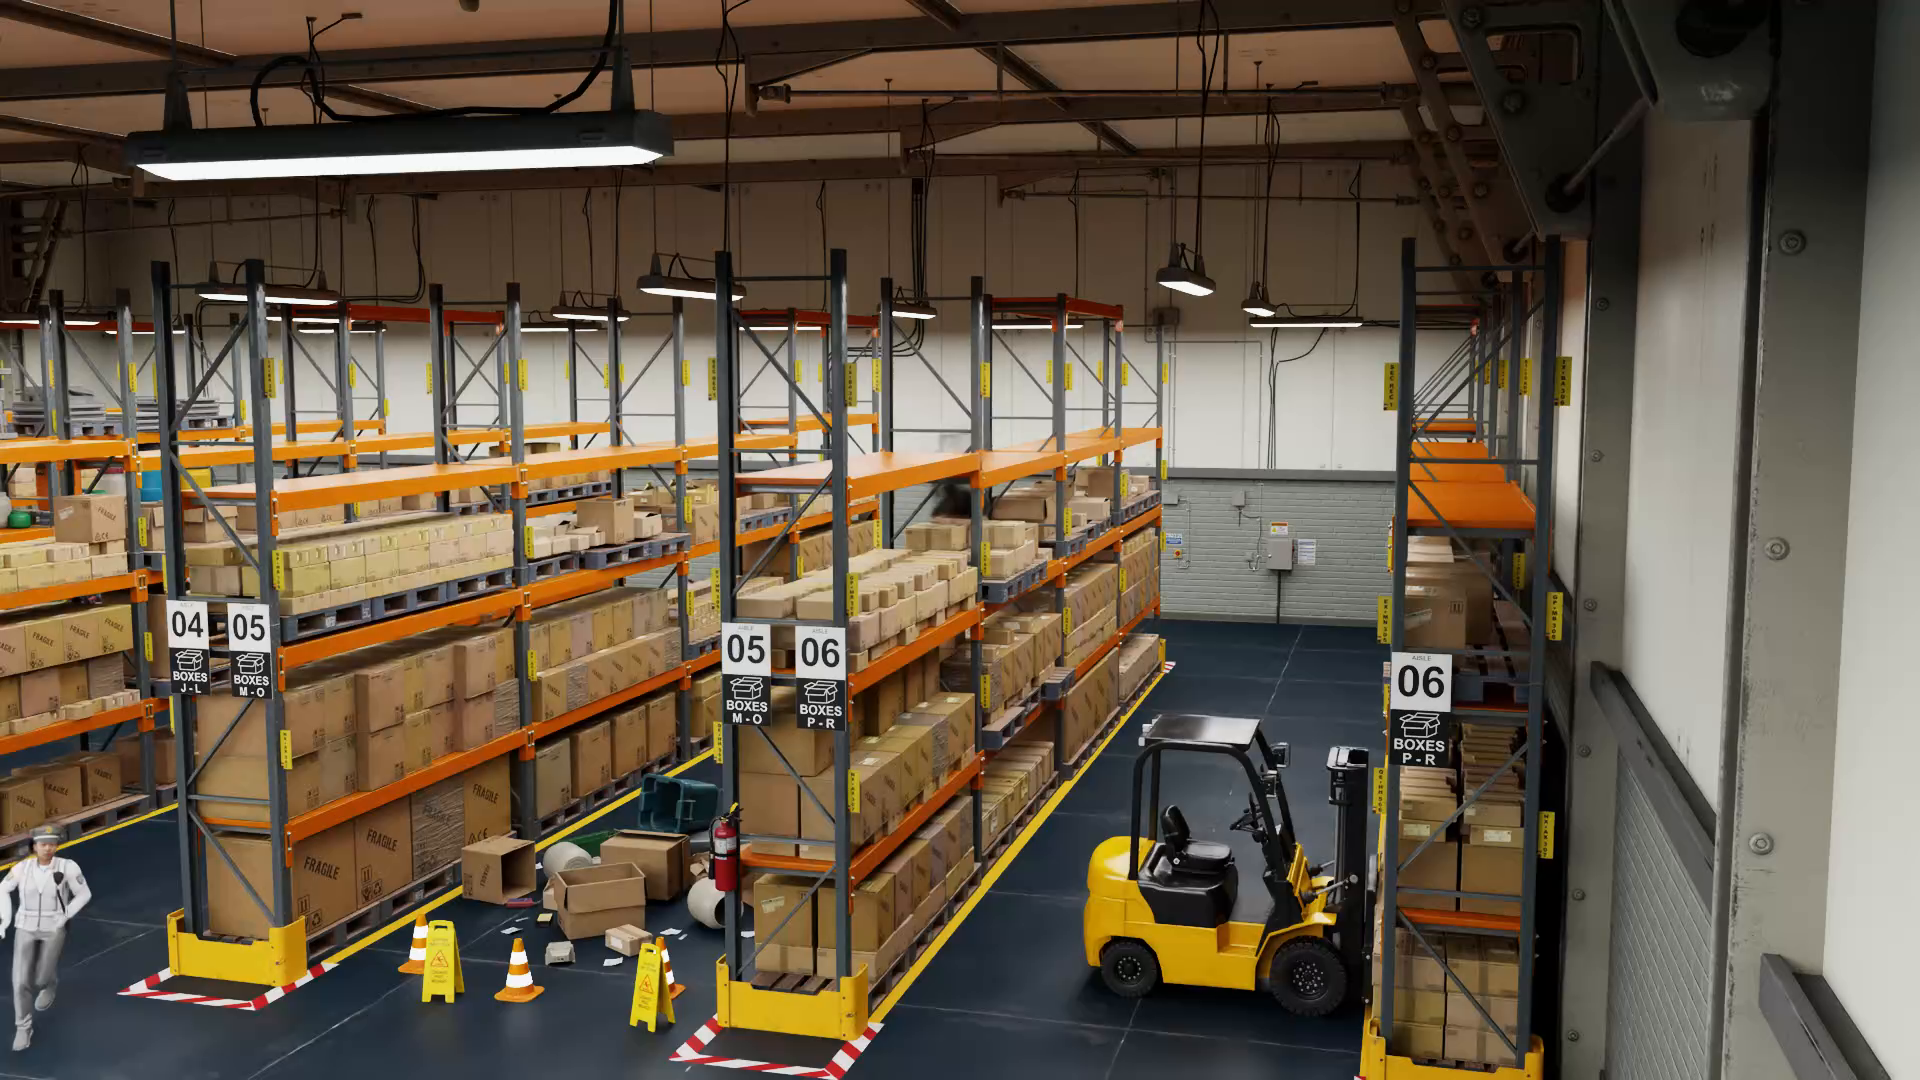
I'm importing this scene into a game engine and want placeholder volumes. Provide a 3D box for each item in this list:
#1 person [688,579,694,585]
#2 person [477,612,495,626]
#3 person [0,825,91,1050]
[{"bbox_3d":[-4.372,1.461,27.188,0.582,1.672,0.843,3,7,23],"label":"person"},{"bbox_3d":[-6.797,1.808,23.984,0.589,1.723,0.687,2,6,17],"label":"person"},{"bbox_3d":[-7.095,3.009,12.869,0.644,1.675,0.732,-2,6,-18],"label":"person"}]
